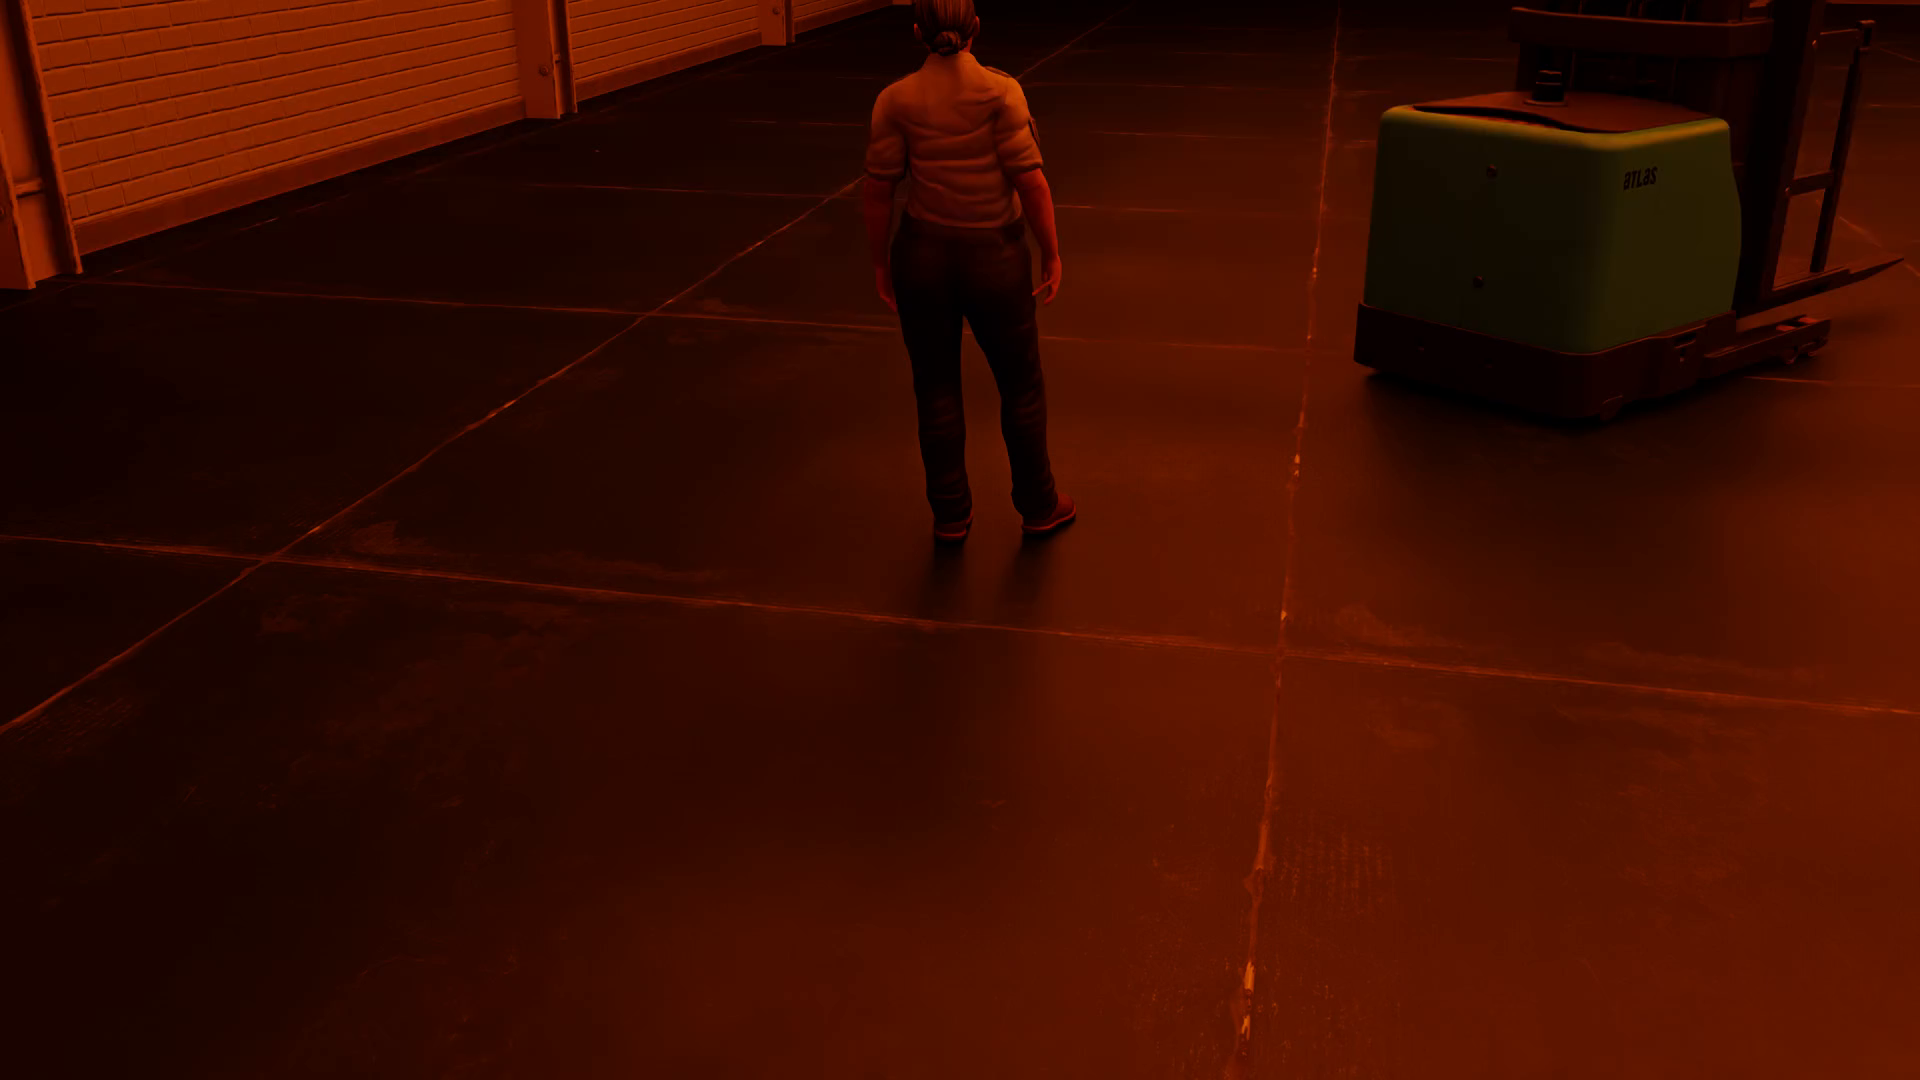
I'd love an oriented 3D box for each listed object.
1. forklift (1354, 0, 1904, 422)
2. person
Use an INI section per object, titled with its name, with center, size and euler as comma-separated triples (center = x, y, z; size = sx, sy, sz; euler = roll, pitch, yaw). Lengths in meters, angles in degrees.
[forklift]
center = 3.063, -2.228, 6.731
size = 3.031, 2.935, 1.130
euler = -17, 28, -35
[person]
center = 0.042, -0.796, 4.914
size = 0.598, 1.641, 0.502
euler = 5, 23, 11
